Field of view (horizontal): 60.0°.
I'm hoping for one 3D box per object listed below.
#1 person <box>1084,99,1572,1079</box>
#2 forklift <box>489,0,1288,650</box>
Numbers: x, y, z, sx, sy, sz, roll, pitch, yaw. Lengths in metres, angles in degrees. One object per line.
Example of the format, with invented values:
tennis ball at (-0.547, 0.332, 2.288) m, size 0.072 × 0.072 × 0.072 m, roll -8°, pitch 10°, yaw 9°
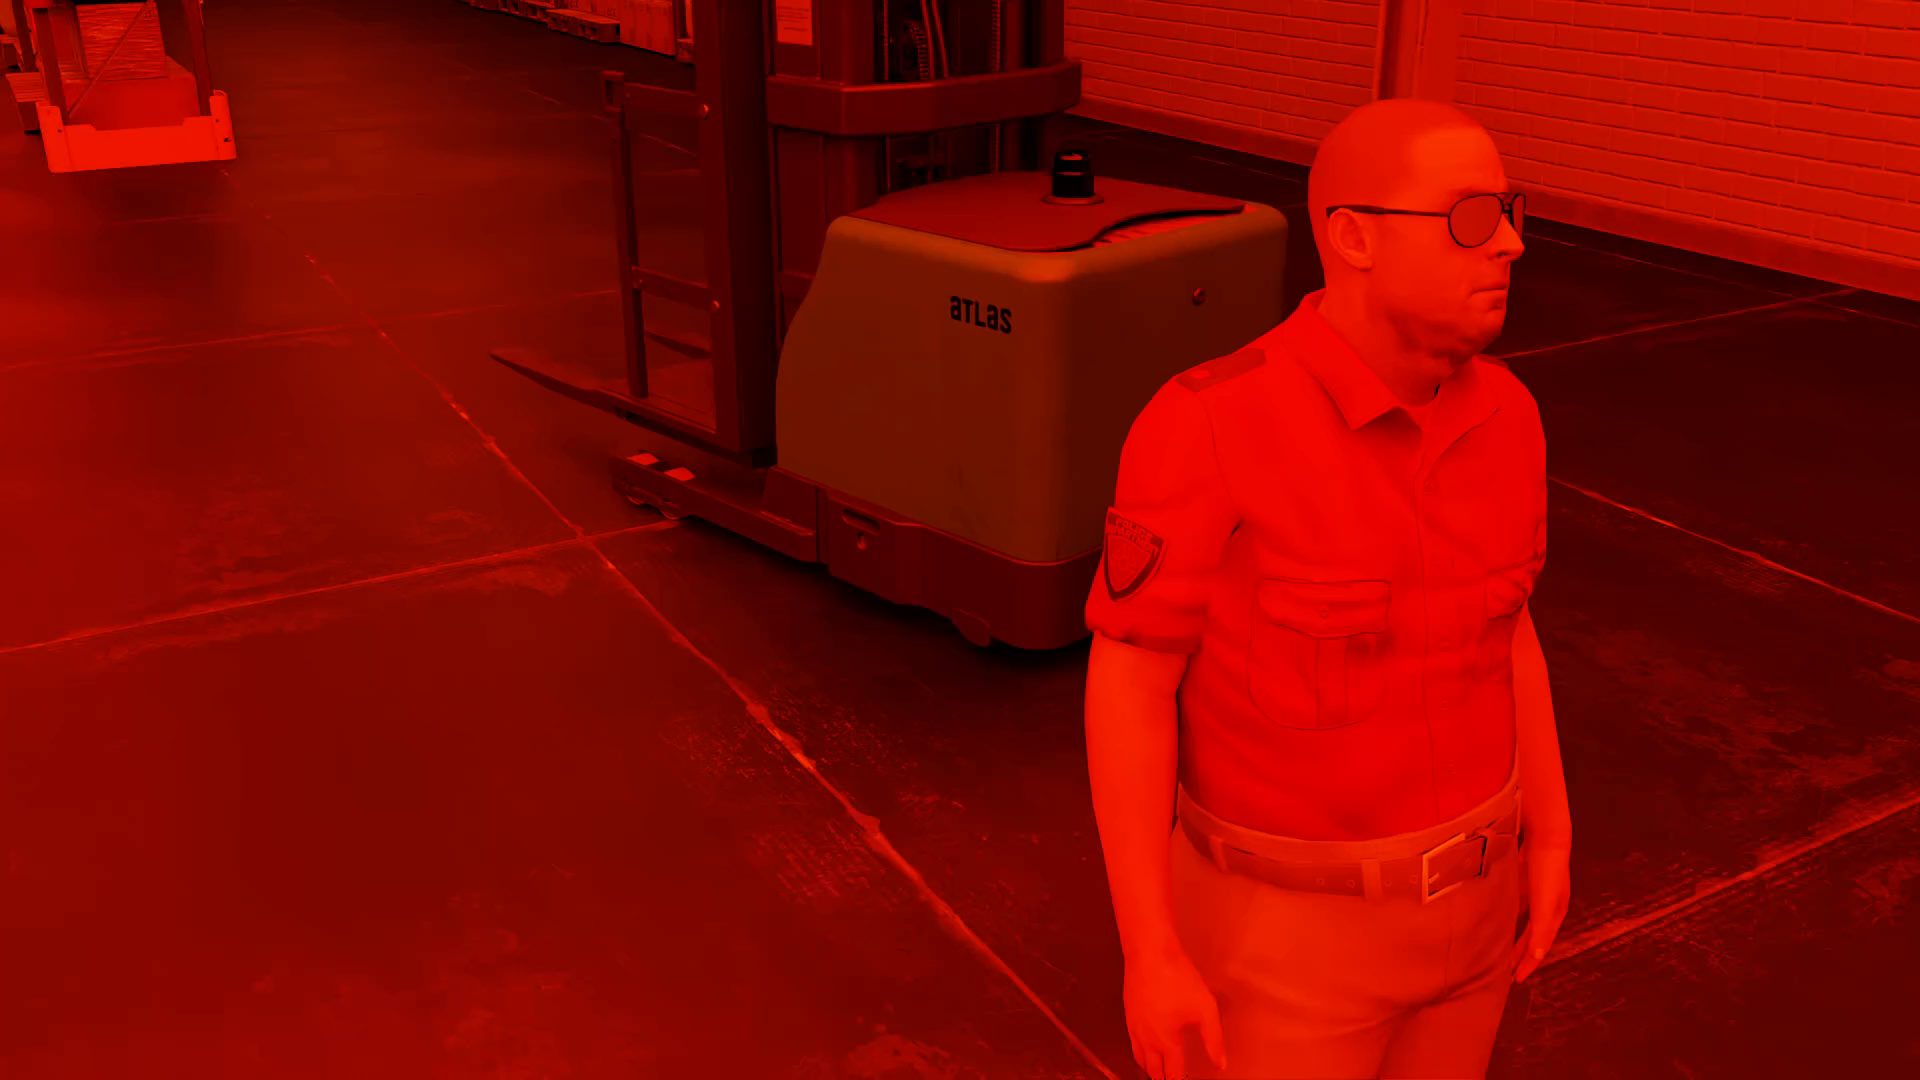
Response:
person at (0.462, 0.439, 1.767) m, size 0.641 × 1.728 × 0.550 m, roll -12°, pitch 25°, yaw -28°
forklift at (-0.484, -1.539, 5.024) m, size 1.130 × 2.935 × 3.031 m, roll -20°, pitch 30°, yaw -40°
